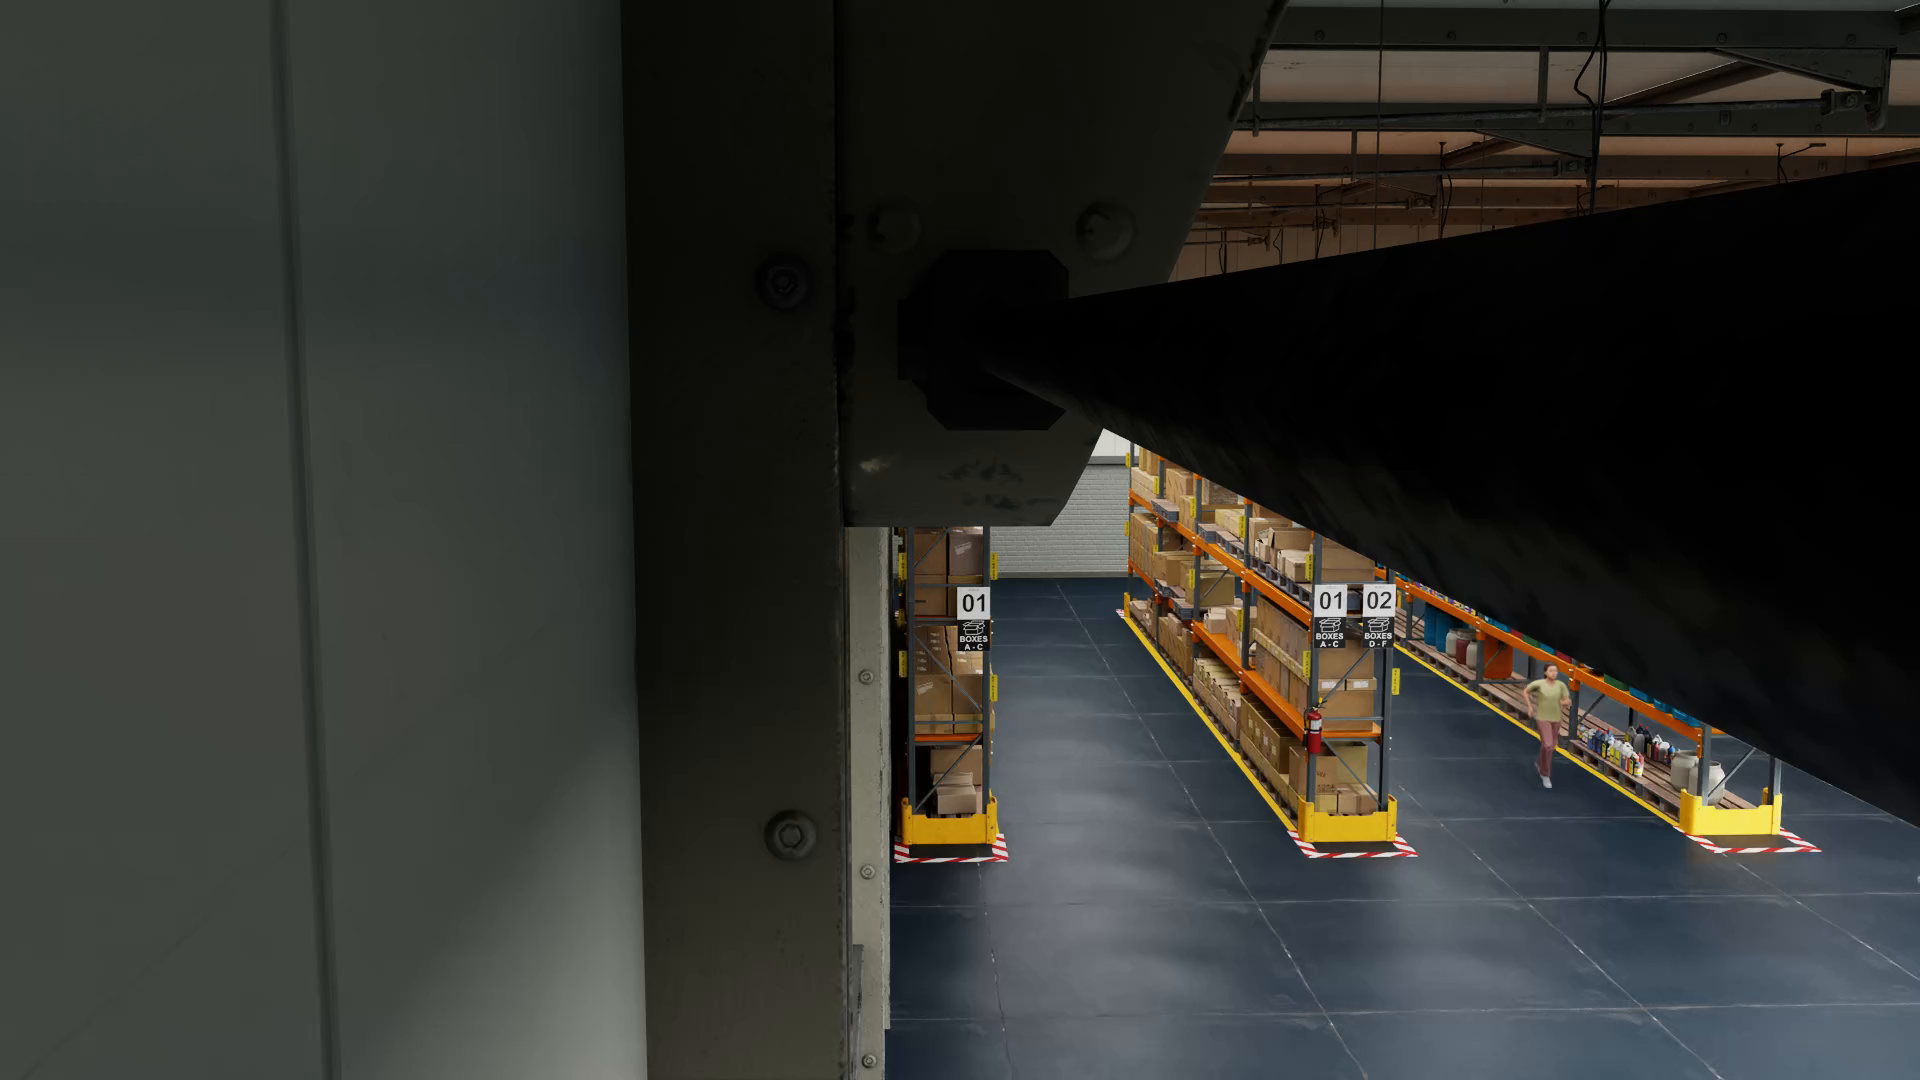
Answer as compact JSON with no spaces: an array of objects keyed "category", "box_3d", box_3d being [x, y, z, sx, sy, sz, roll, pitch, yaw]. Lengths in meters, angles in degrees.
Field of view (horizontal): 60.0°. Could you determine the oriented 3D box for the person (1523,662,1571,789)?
[{"category":"person","box_3d":[8.184,2.539,23.168,0.549,1.725,0.754,-1,7,-6]}]
